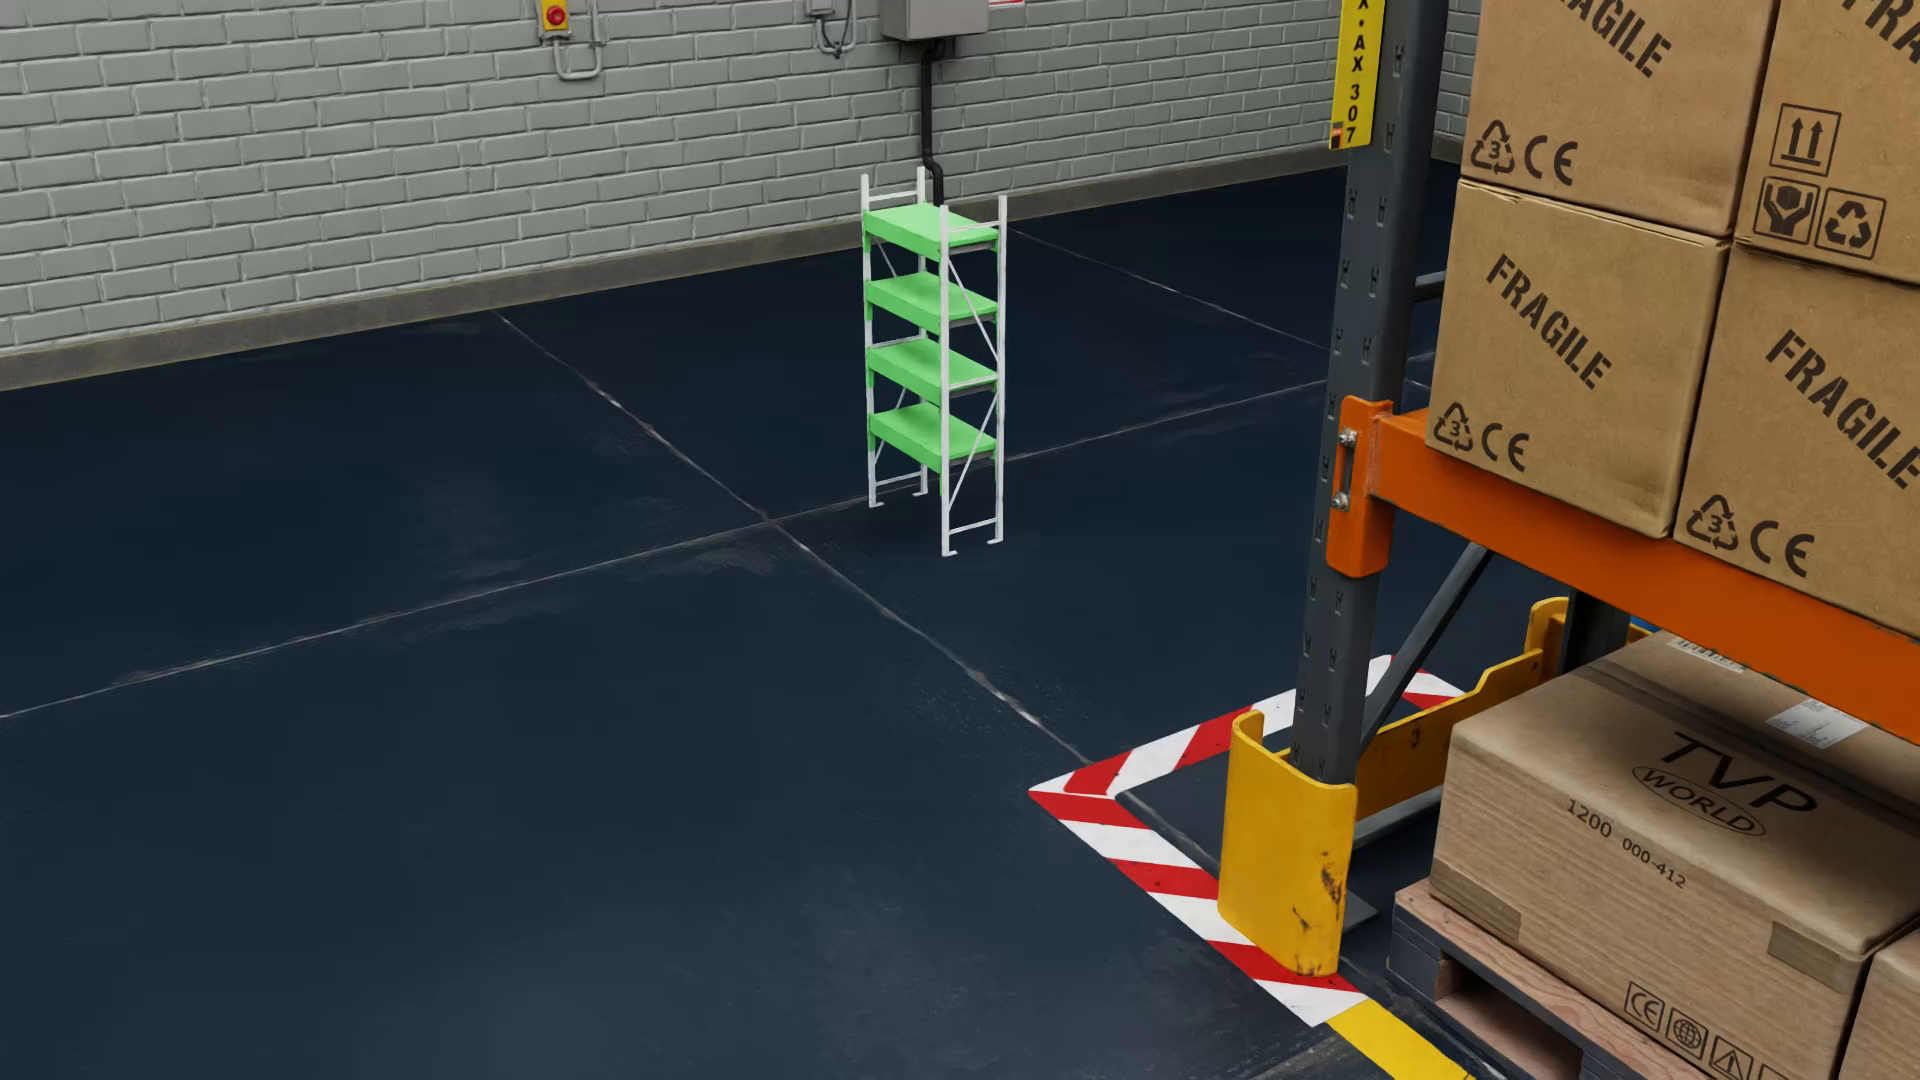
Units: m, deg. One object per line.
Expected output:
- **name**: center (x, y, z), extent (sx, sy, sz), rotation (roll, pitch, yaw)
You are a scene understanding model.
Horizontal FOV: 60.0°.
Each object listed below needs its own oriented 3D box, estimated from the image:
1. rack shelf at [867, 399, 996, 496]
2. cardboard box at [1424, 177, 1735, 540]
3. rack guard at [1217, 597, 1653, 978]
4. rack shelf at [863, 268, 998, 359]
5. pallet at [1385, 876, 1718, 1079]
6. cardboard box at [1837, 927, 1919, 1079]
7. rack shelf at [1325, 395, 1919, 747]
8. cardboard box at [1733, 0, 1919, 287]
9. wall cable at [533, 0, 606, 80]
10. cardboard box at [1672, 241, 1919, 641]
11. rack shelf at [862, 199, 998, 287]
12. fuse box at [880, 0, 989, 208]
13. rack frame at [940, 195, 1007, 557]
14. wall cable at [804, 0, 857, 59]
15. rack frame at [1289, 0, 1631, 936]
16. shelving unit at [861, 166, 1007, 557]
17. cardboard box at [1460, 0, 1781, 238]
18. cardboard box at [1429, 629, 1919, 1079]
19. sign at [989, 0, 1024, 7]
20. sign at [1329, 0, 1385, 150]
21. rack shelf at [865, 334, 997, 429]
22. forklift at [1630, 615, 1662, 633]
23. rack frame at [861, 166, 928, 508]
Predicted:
- **rack shelf**: center (-0.090, -0.327, 5.749), extent (0.258, 0.148, 0.480), rotation (-16, 29, -30)
- **cardboard box**: center (1.198, -0.369, 2.901), extent (0.500, 0.500, 0.500), rotation (-16, 30, -30)
- **rack guard**: center (1.164, 0.559, 3.979), extent (1.175, 0.500, 0.348), rotation (-16, 29, -30)
- **rack shelf**: center (-0.090, -0.761, 5.544), extent (0.258, 0.148, 0.480), rotation (-16, 29, -30)
- **pallet**: center (1.679, 0.966, 3.456), extent (1.003, 0.211, 1.213), rotation (-16, 29, -30)
- **cardboard box**: center (2.128, 0.945, 2.745), extent (0.875, 0.438, 0.875), rotation (-15, 29, -28)
- **rack shelf**: center (2.269, 0.478, 2.066), extent (1.077, 0.370, 4.000), rotation (-16, 29, -30)
- **cardboard box**: center (1.488, -0.638, 2.300), extent (0.500, 0.500, 0.500), rotation (-16, 30, -31)
- **wall cable**: center (-1.921, -3.047, 7.465), extent (0.585, 1.953, 0.123), rotation (-16, 29, -30)
- **cardboard box**: center (1.498, -0.195, 2.531), extent (0.500, 0.500, 0.500), rotation (-16, 30, -30)
- **rack shelf**: center (-0.090, -0.978, 5.442), extent (0.258, 0.148, 0.480), rotation (-16, 29, -30)
- **fuse box**: center (-0.081, -2.428, 8.890), extent (0.539, 1.711, 0.414), rotation (-16, 29, -30)
- **rack frame**: center (0.043, -0.515, 5.434), extent (0.240, 1.200, 0.015), rotation (-16, 29, -30)
- **wall cable**: center (-0.739, -3.368, 8.180), extent (0.588, 1.984, 0.122), rotation (-16, 29, -30)
- **rack frame**: center (1.177, -0.562, 3.428), extent (1.000, 3.000, 0.127), rotation (-16, 29, -30)
- **shelving unit**: center (-0.090, -0.602, 5.619), extent (0.258, 1.200, 0.503), rotation (-16, 29, -30)
- **cardboard box**: center (1.200, -0.822, 2.688), extent (0.500, 0.500, 0.500), rotation (-16, 30, -31)
- **cardboard box**: center (1.621, 0.619, 3.434), extent (0.875, 0.438, 0.875), rotation (-17, 30, -31)
- **sign**: center (0.220, -3.157, 9.036), extent (0.329, 0.494, 0.001), rotation (-16, 29, -30)
- **sign**: center (0.709, -0.862, 2.956), extent (0.100, 0.325, 0.005), rotation (-16, 29, -30)
- **rack shelf**: center (-0.090, -0.544, 5.647), extent (0.258, 0.148, 0.480), rotation (-16, 29, -30)
- **forklift**: center (3.267, -0.649, 3.692), extent (3.031, 2.935, 1.130), rotation (12, 28, 23)
- **rack frame**: center (-0.224, -0.689, 5.804), extent (0.240, 1.200, 0.015), rotation (-16, 29, -30)
